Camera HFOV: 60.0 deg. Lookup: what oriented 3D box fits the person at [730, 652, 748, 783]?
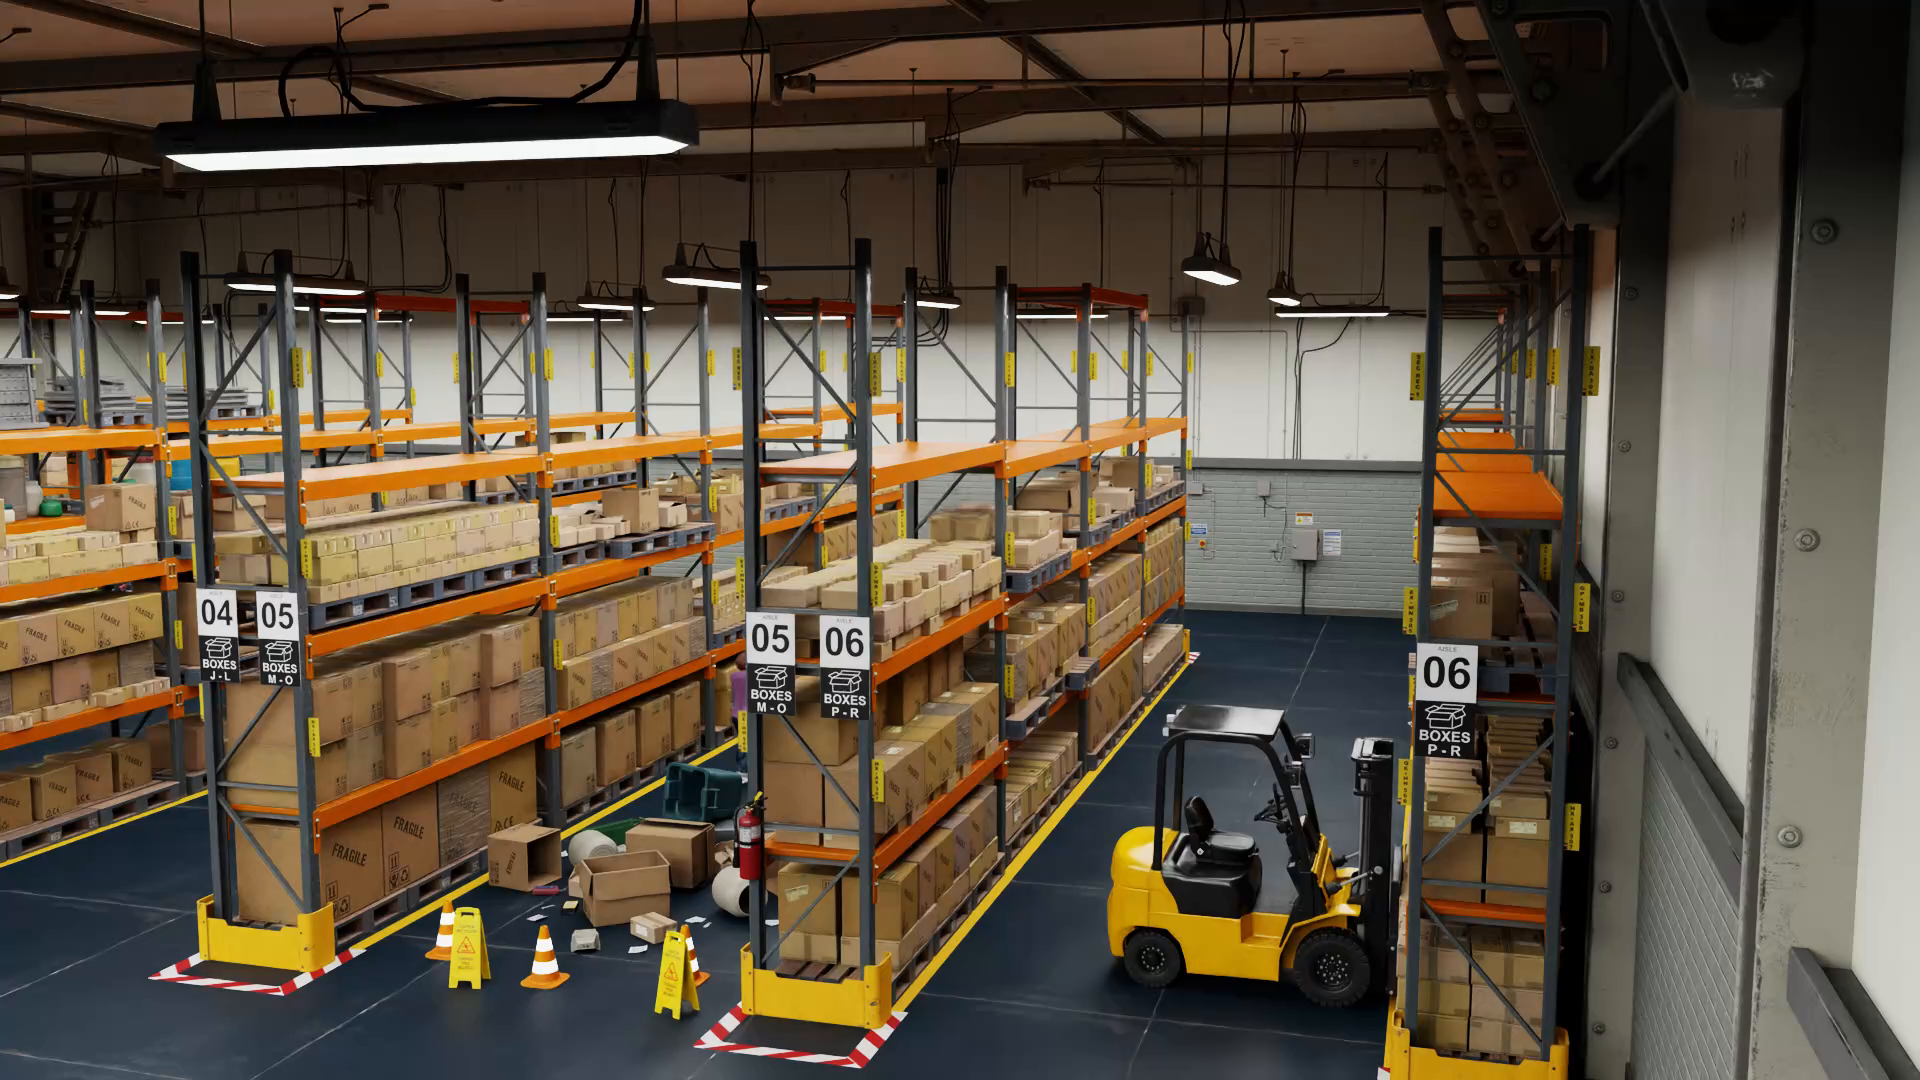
[{"bbox_3d":[-2.604,2.151,19.971,0.450,1.589,0.428,5,8,39],"label":"person"}]
